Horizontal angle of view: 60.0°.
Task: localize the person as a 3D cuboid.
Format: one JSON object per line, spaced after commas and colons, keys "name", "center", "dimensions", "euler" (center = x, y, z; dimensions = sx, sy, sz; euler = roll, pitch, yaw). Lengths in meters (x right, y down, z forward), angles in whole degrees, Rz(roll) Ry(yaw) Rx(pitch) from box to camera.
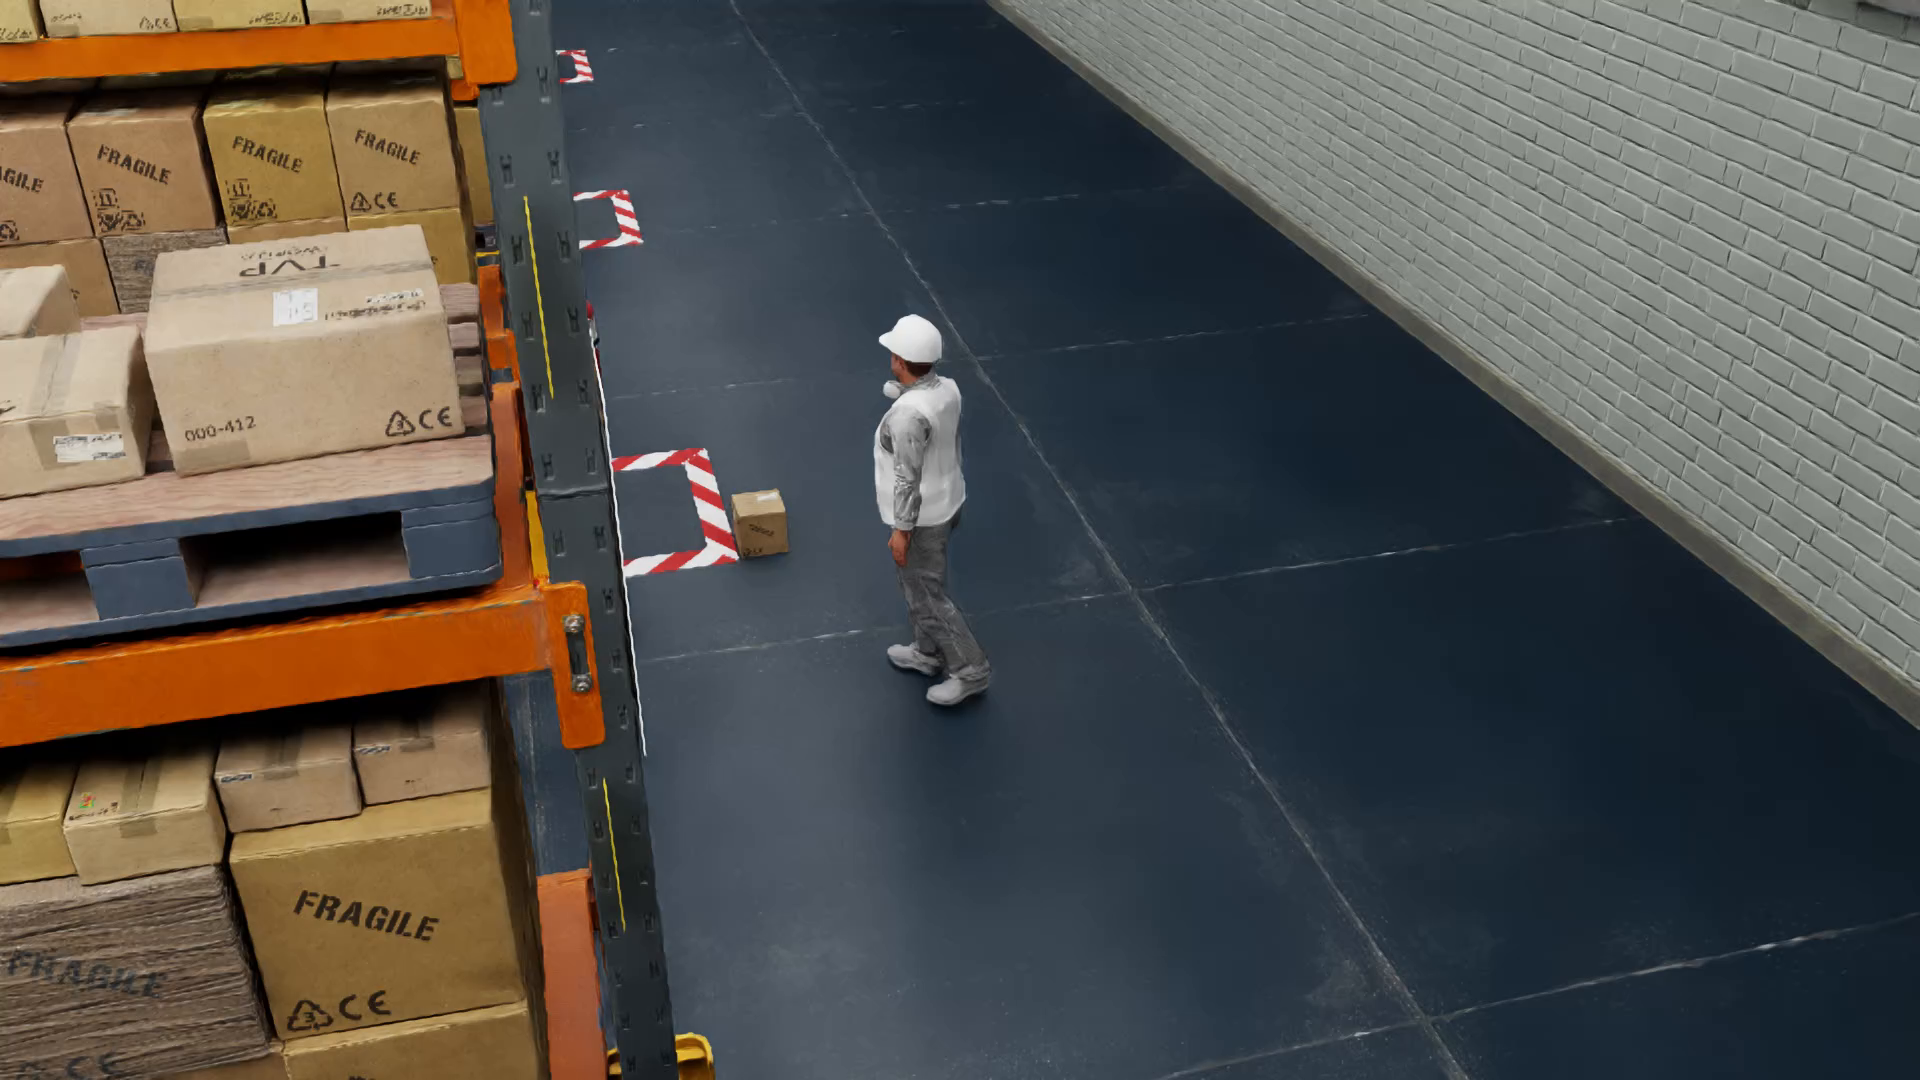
{"name": "person", "center": [-0.103, -0.131, 7.334], "dimensions": [0.562, 1.763, 0.564], "euler": [10, 31, 16]}
